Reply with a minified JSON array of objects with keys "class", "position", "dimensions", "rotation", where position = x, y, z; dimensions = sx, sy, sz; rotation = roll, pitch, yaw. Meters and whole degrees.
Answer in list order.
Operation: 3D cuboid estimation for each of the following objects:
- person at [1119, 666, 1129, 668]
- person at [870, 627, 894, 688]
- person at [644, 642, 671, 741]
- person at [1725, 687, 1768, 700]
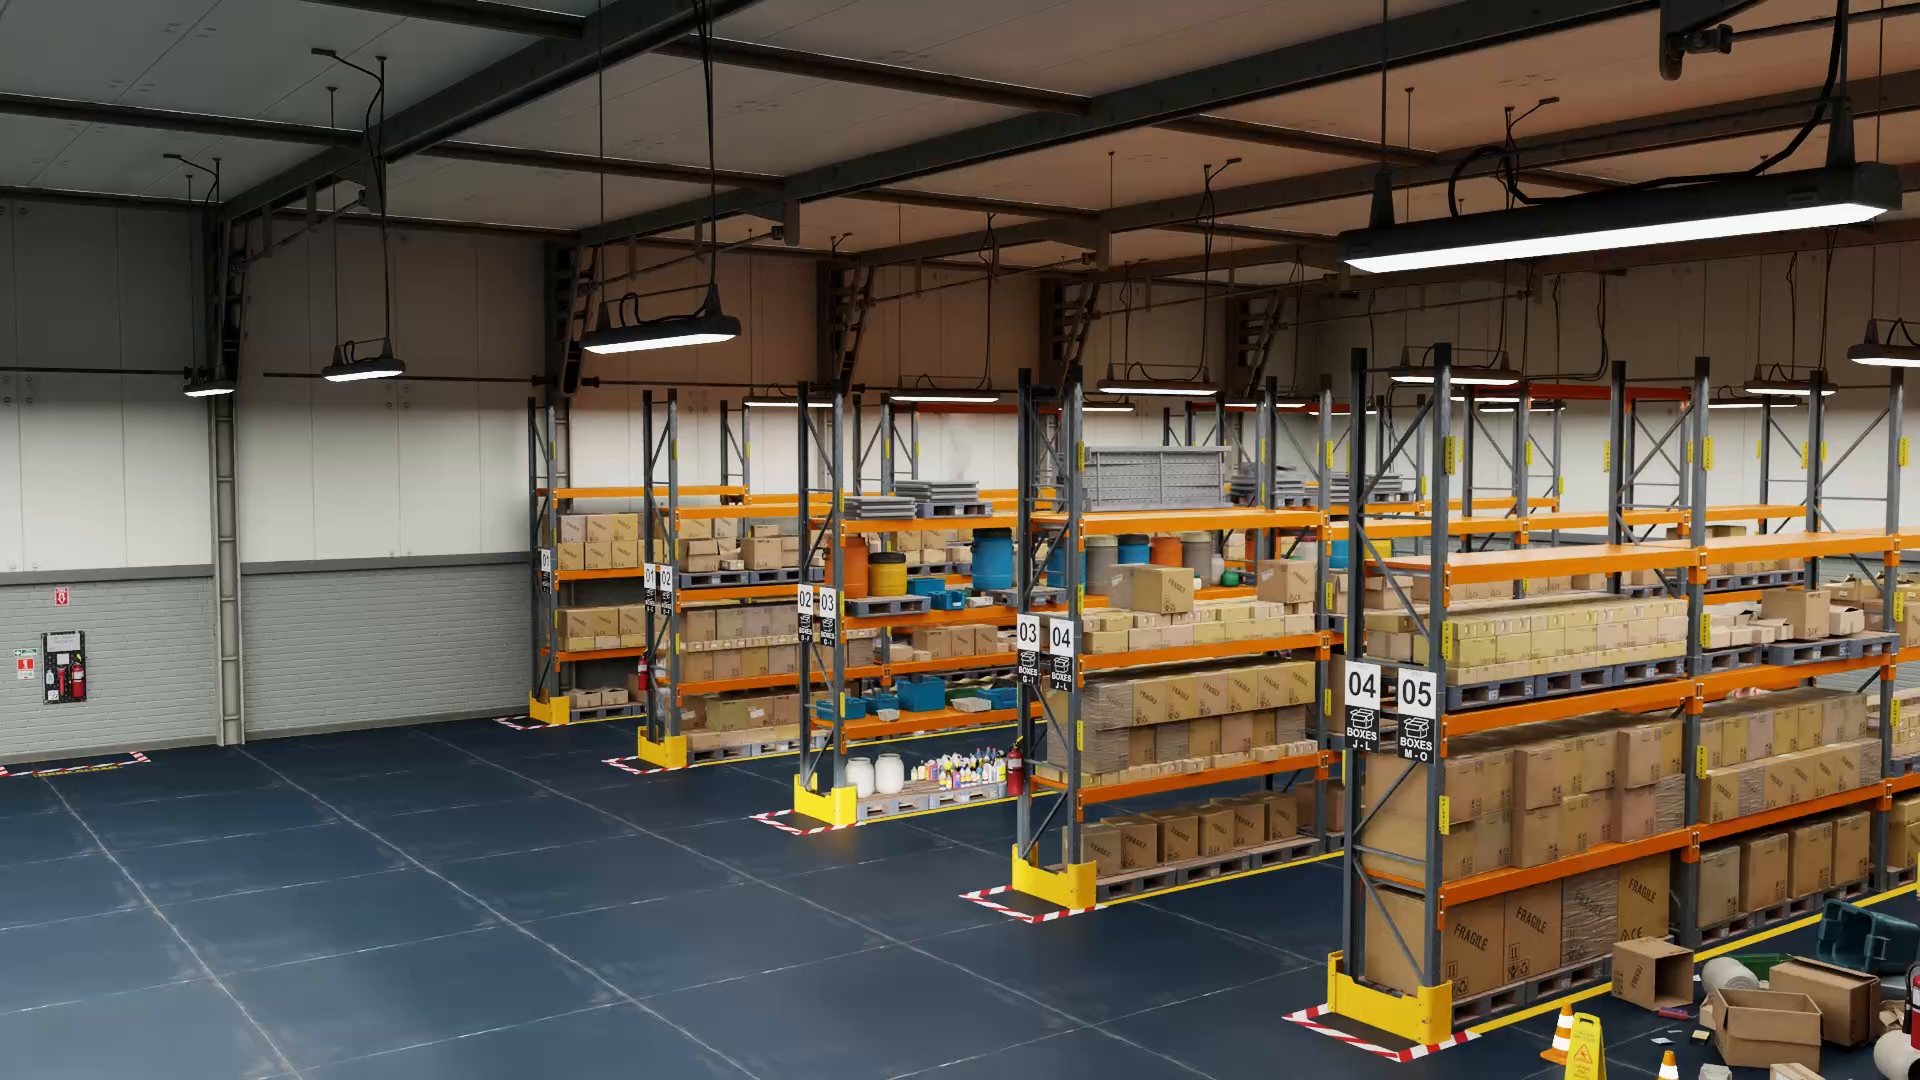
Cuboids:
[{"class":"person","position":[2.997,2.549,29.517],"dimensions":[0.848,1.795,0.690],"rotation":[-3,4,-39]},{"class":"person","position":[-1.565,2.456,32.033],"dimensions":[0.608,1.631,0.903],"rotation":[3,4,40]},{"class":"person","position":[-5.152,2.609,28.642],"dimensions":[0.564,1.717,0.705],"rotation":[-3,4,-37]},{"class":"person","position":[11.610,2.837,24.531],"dimensions":[0.912,1.848,0.686],"rotation":[-3,4,-41]}]
